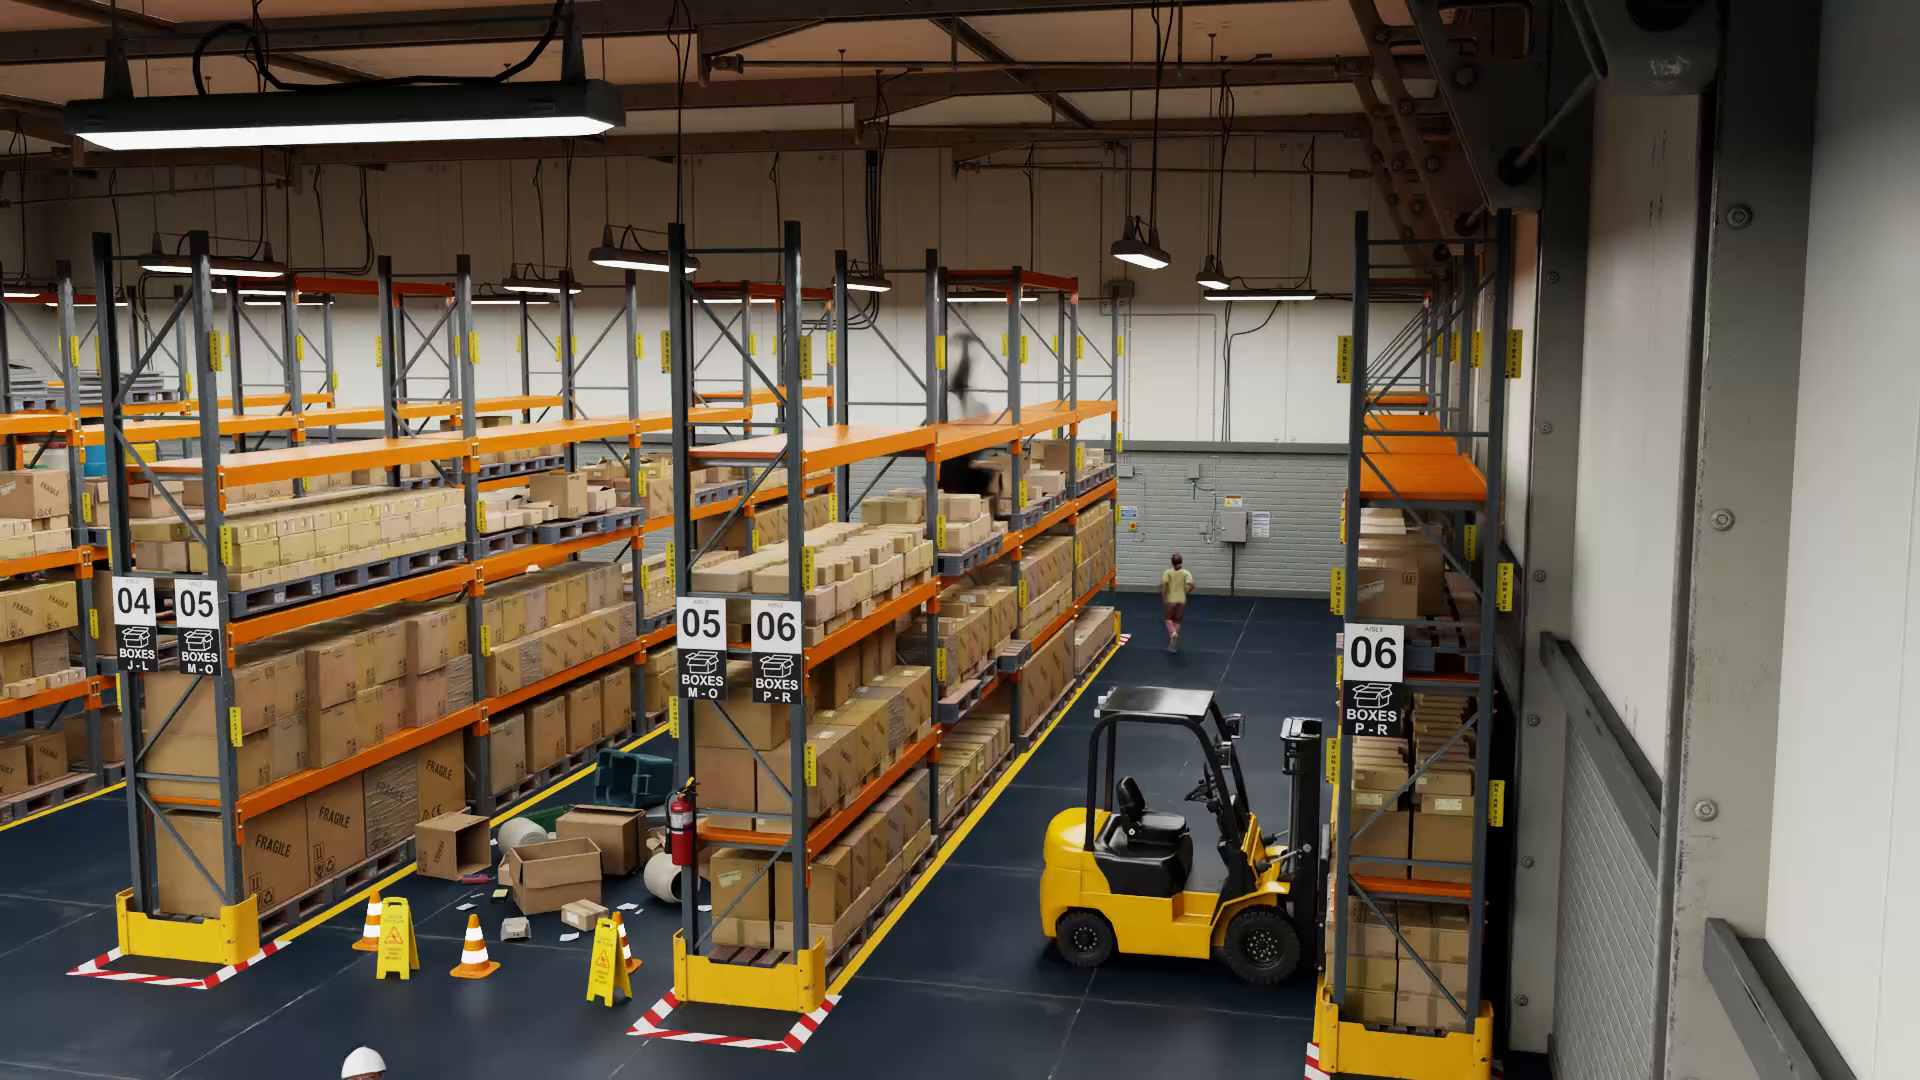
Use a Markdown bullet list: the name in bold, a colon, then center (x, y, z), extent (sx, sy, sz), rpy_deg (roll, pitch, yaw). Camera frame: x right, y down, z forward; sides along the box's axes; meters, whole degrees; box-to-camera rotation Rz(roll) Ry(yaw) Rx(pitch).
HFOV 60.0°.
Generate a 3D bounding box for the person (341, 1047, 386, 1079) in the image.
- **person**: center (-2.844, 3.301, 8.081), extent (0.672, 1.826, 0.938), rpy_deg (-3, 8, -24)

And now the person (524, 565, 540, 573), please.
- **person**: center (-6.441, 1.230, 25.311), extent (0.723, 1.743, 0.644), rpy_deg (1, 7, 8)

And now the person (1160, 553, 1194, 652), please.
- **person**: center (-3.819, 0.656, 21.909), extent (16.553, 3.696, 9.289), rpy_deg (-1, 7, -7)
